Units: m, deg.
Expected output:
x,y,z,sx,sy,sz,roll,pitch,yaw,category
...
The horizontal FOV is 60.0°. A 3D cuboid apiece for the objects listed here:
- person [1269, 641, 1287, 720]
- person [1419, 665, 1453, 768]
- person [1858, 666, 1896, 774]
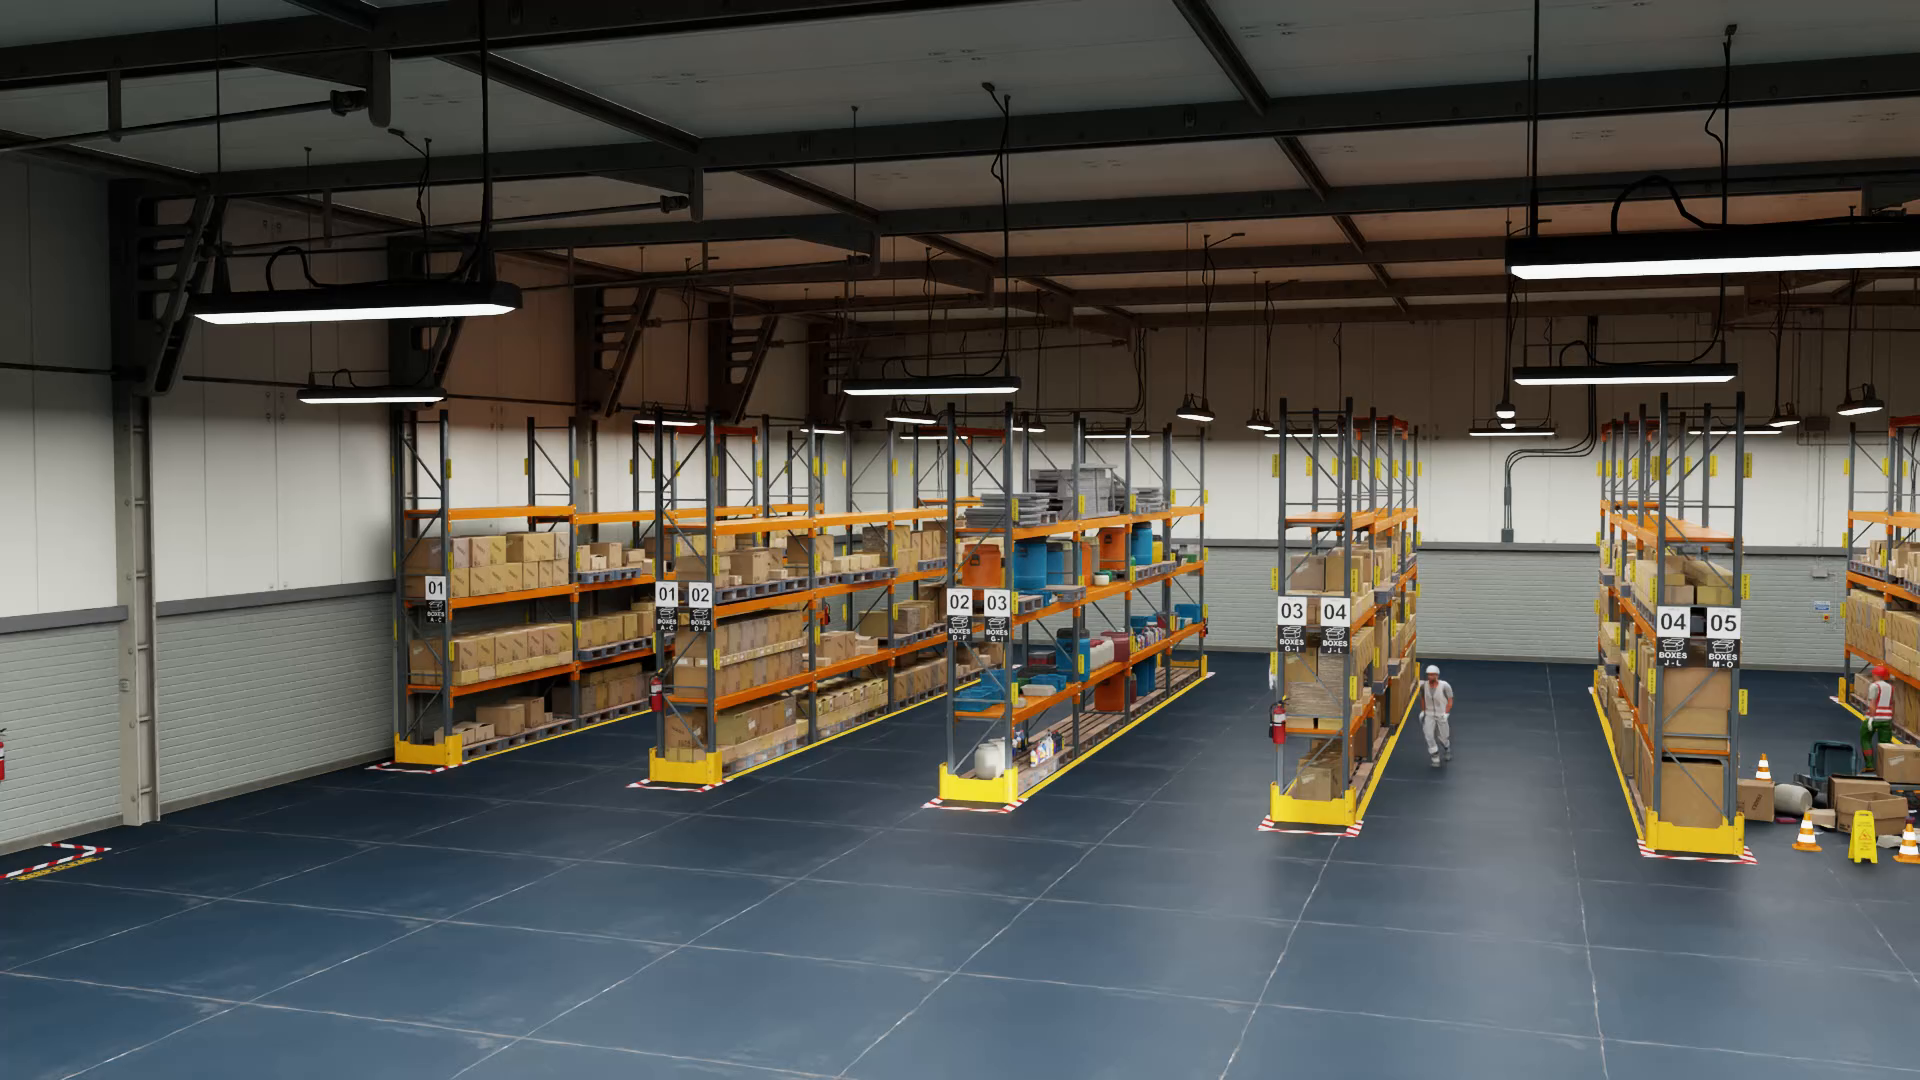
x,y,z,sx,sy,sz,roll,pitch,yaw,category
6.262,2.769,32.417,0.501,1.637,0.871,1,3,30,person
8.040,2.952,28.089,0.592,1.698,0.796,1,3,30,person
14.995,2.957,27.071,0.525,1.806,0.543,0,2,5,person
